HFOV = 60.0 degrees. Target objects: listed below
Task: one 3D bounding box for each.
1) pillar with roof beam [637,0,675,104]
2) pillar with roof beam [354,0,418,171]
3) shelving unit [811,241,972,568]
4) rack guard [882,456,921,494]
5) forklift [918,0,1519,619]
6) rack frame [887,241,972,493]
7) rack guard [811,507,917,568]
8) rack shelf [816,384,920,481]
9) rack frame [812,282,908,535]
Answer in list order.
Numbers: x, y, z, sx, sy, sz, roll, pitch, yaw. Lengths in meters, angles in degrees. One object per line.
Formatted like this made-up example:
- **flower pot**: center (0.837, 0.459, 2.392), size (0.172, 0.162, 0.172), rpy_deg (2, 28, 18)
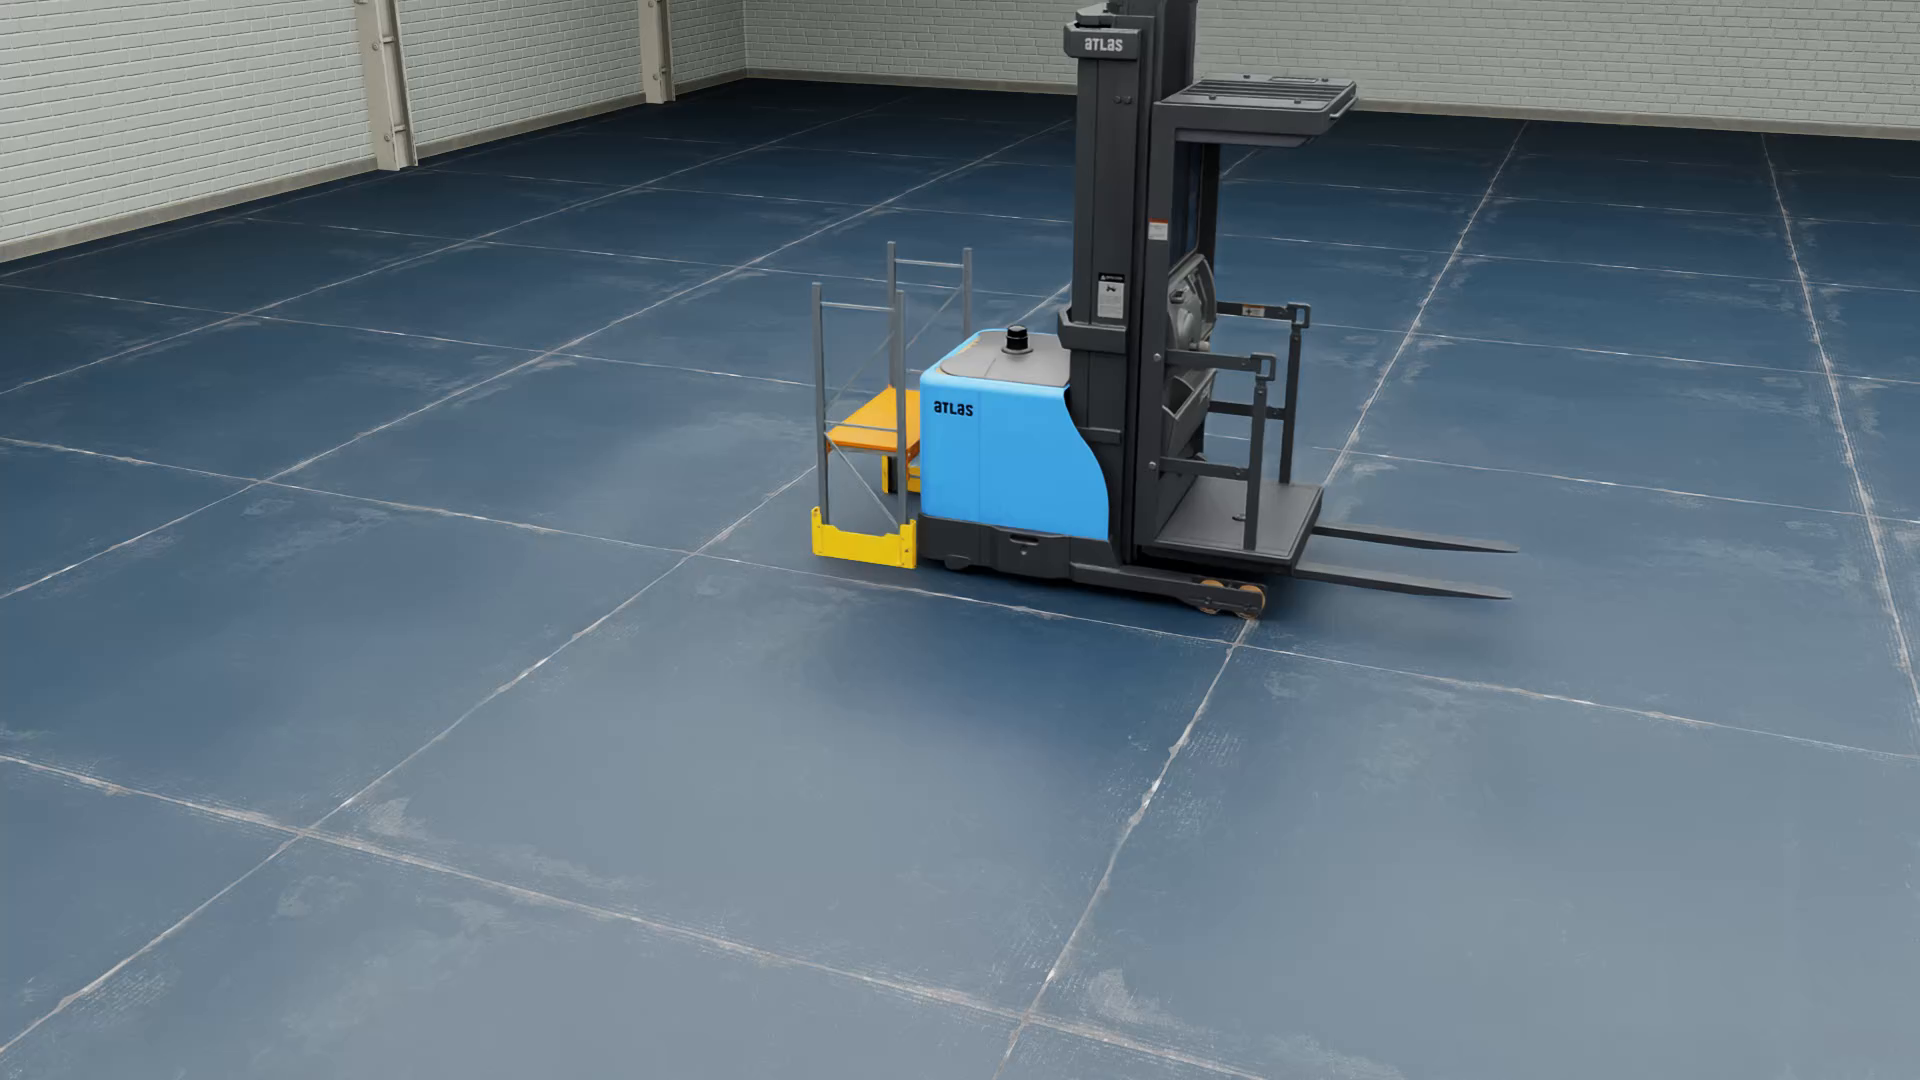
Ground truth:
- **pillar with roof beam**: center (-0.534, -10.162, 21.904), size (9.100, 9.000, 0.400), rpy_deg (9, 24, 20)
- **pillar with roof beam**: center (-2.762, -8.015, 16.763), size (9.100, 9.000, 0.400), rpy_deg (9, 24, 20)
- **shelving unit**: center (-0.349, -0.771, 9.151), size (0.587, 1.500, 1.083), rpy_deg (8, 24, 18)
- **rack guard**: center (-0.180, -0.375, 9.824), size (0.587, 0.250, 0.087), rpy_deg (8, 24, 18)
- **forklift**: center (1.349, -1.189, 8.293), size (3.031, 2.935, 1.130), rpy_deg (8, 24, 19)
- **rack frame**: center (-0.173, -0.959, 9.600), size (0.500, 1.500, 0.032), rpy_deg (8, 24, 18)
- **rack guard**: center (-0.518, -0.014, 8.959), size (0.587, 0.250, 0.087), rpy_deg (8, 24, 18)
- **rack shelf**: center (-0.346, -0.609, 9.228), size (0.538, 0.185, 1.000), rpy_deg (8, 24, 18)
- **rack frame**: center (-0.518, -0.590, 8.717), size (0.500, 1.500, 0.032), rpy_deg (8, 24, 18)
